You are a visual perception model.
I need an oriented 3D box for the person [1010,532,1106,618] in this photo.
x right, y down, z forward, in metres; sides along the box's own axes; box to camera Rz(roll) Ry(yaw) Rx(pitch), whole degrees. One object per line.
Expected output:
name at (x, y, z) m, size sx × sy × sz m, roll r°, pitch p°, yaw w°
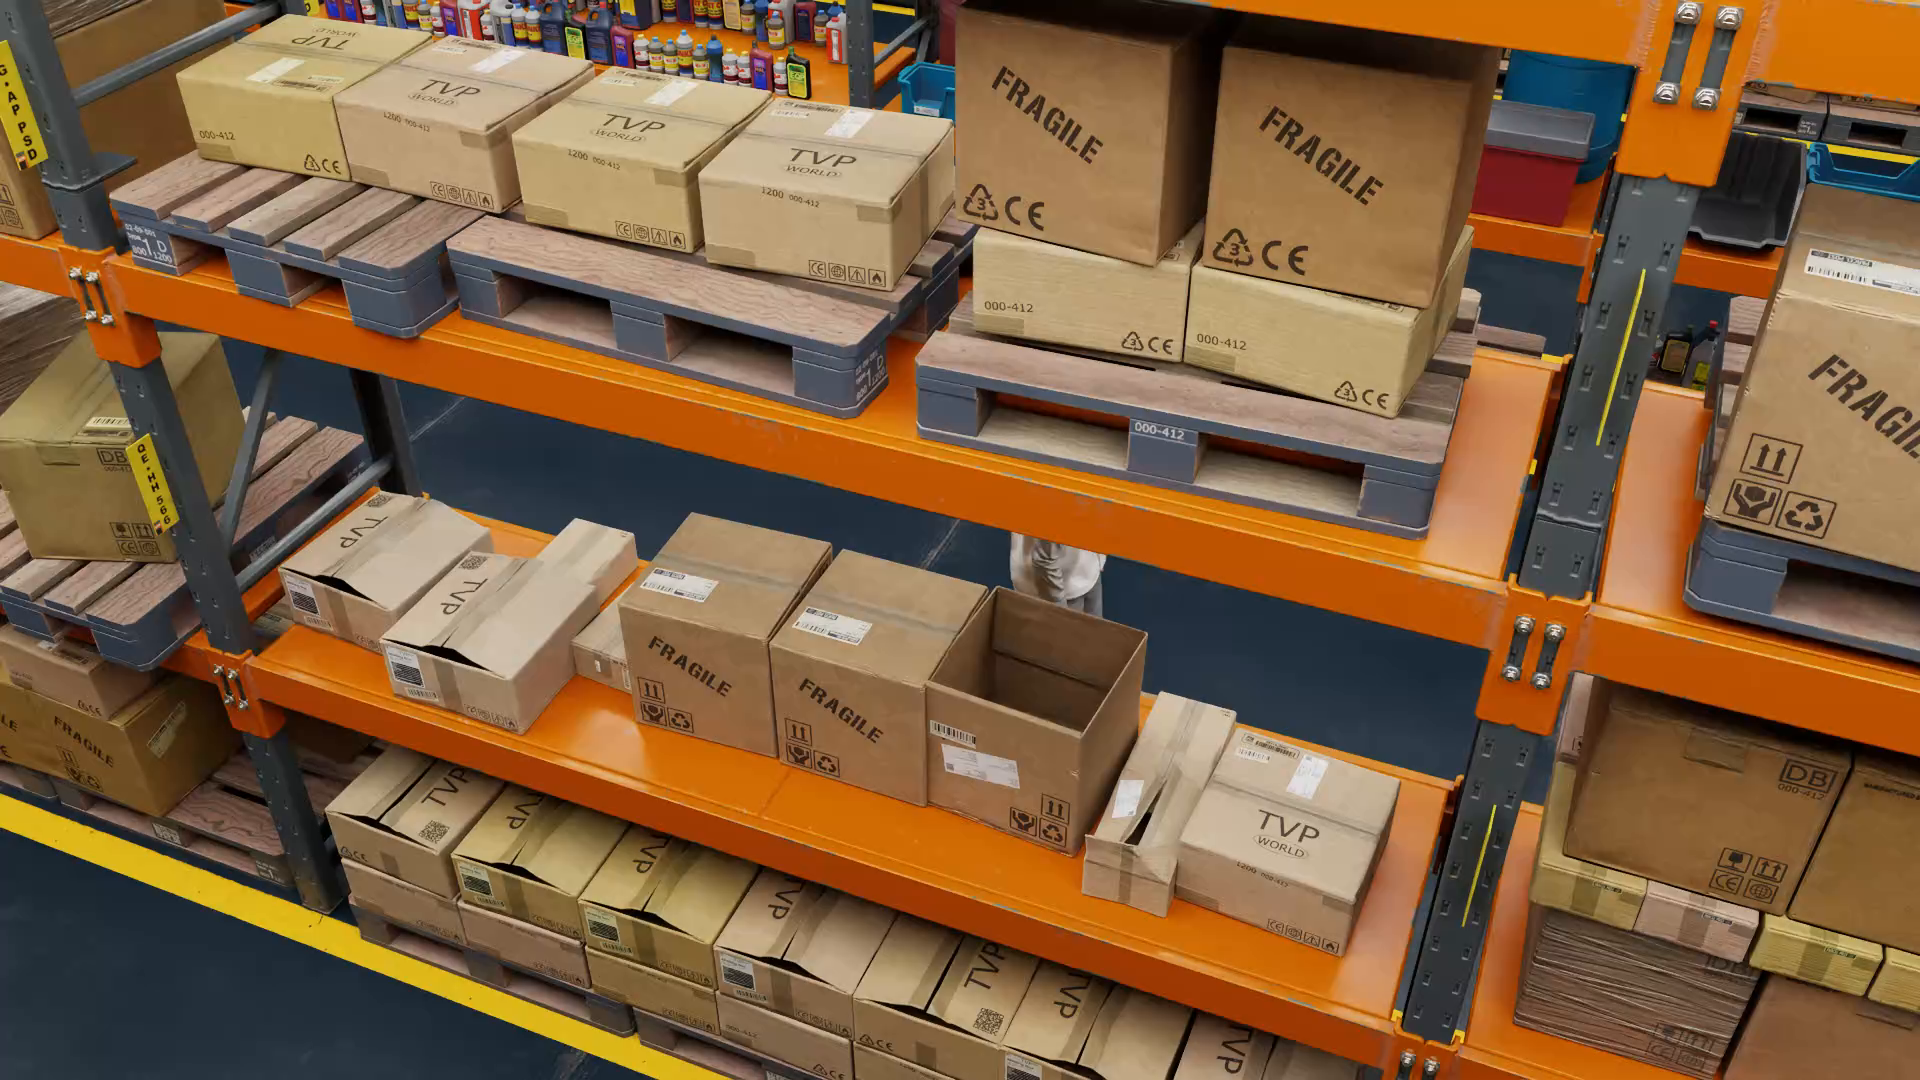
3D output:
person at (0.438, 0.139, 6.616) m, size 0.467 × 1.769 × 0.582 m, roll 12°, pitch 39°, yaw 15°
